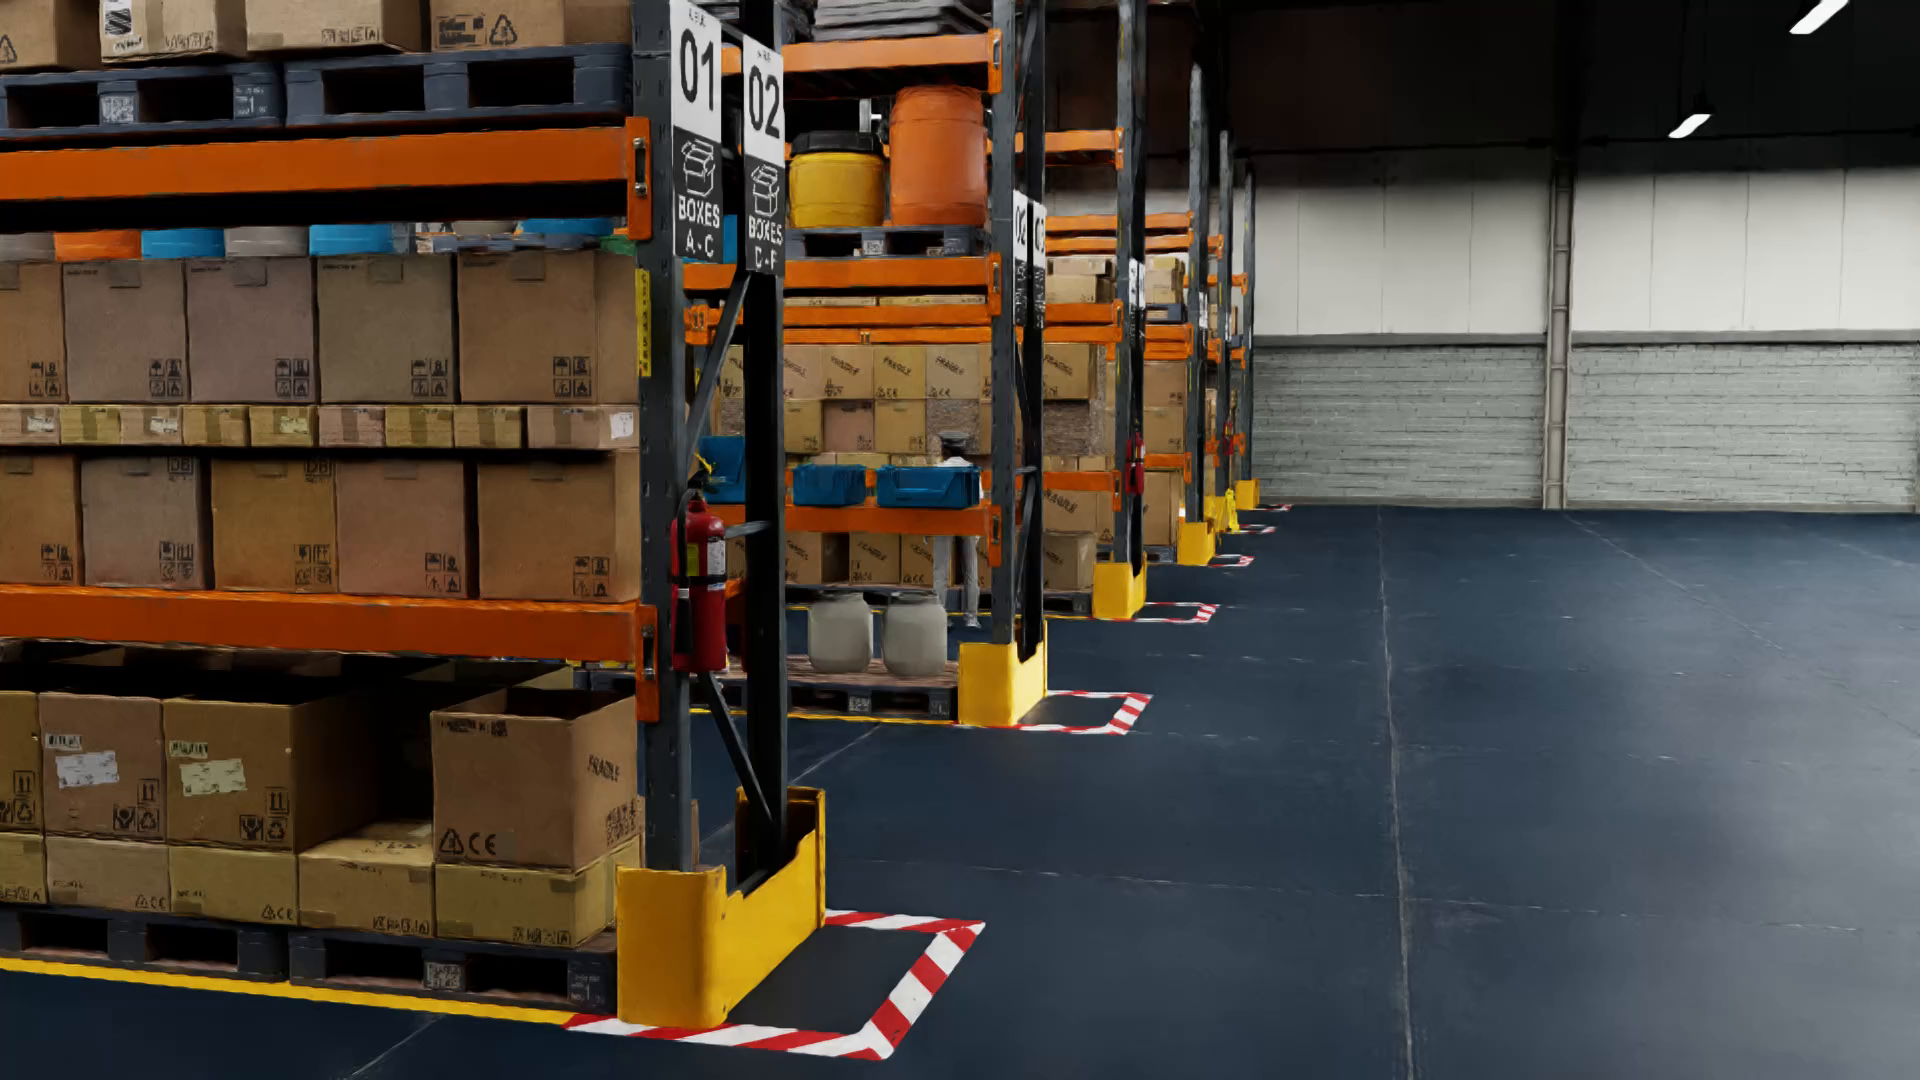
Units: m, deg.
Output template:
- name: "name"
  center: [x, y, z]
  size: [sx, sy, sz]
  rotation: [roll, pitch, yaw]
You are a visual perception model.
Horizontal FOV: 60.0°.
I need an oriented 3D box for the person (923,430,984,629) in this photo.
- name: "person"
  center: [-0.055, -0.070, 14.052]
  size: [0.531, 1.720, 0.375]
  rotation: [-1, 5, -7]
